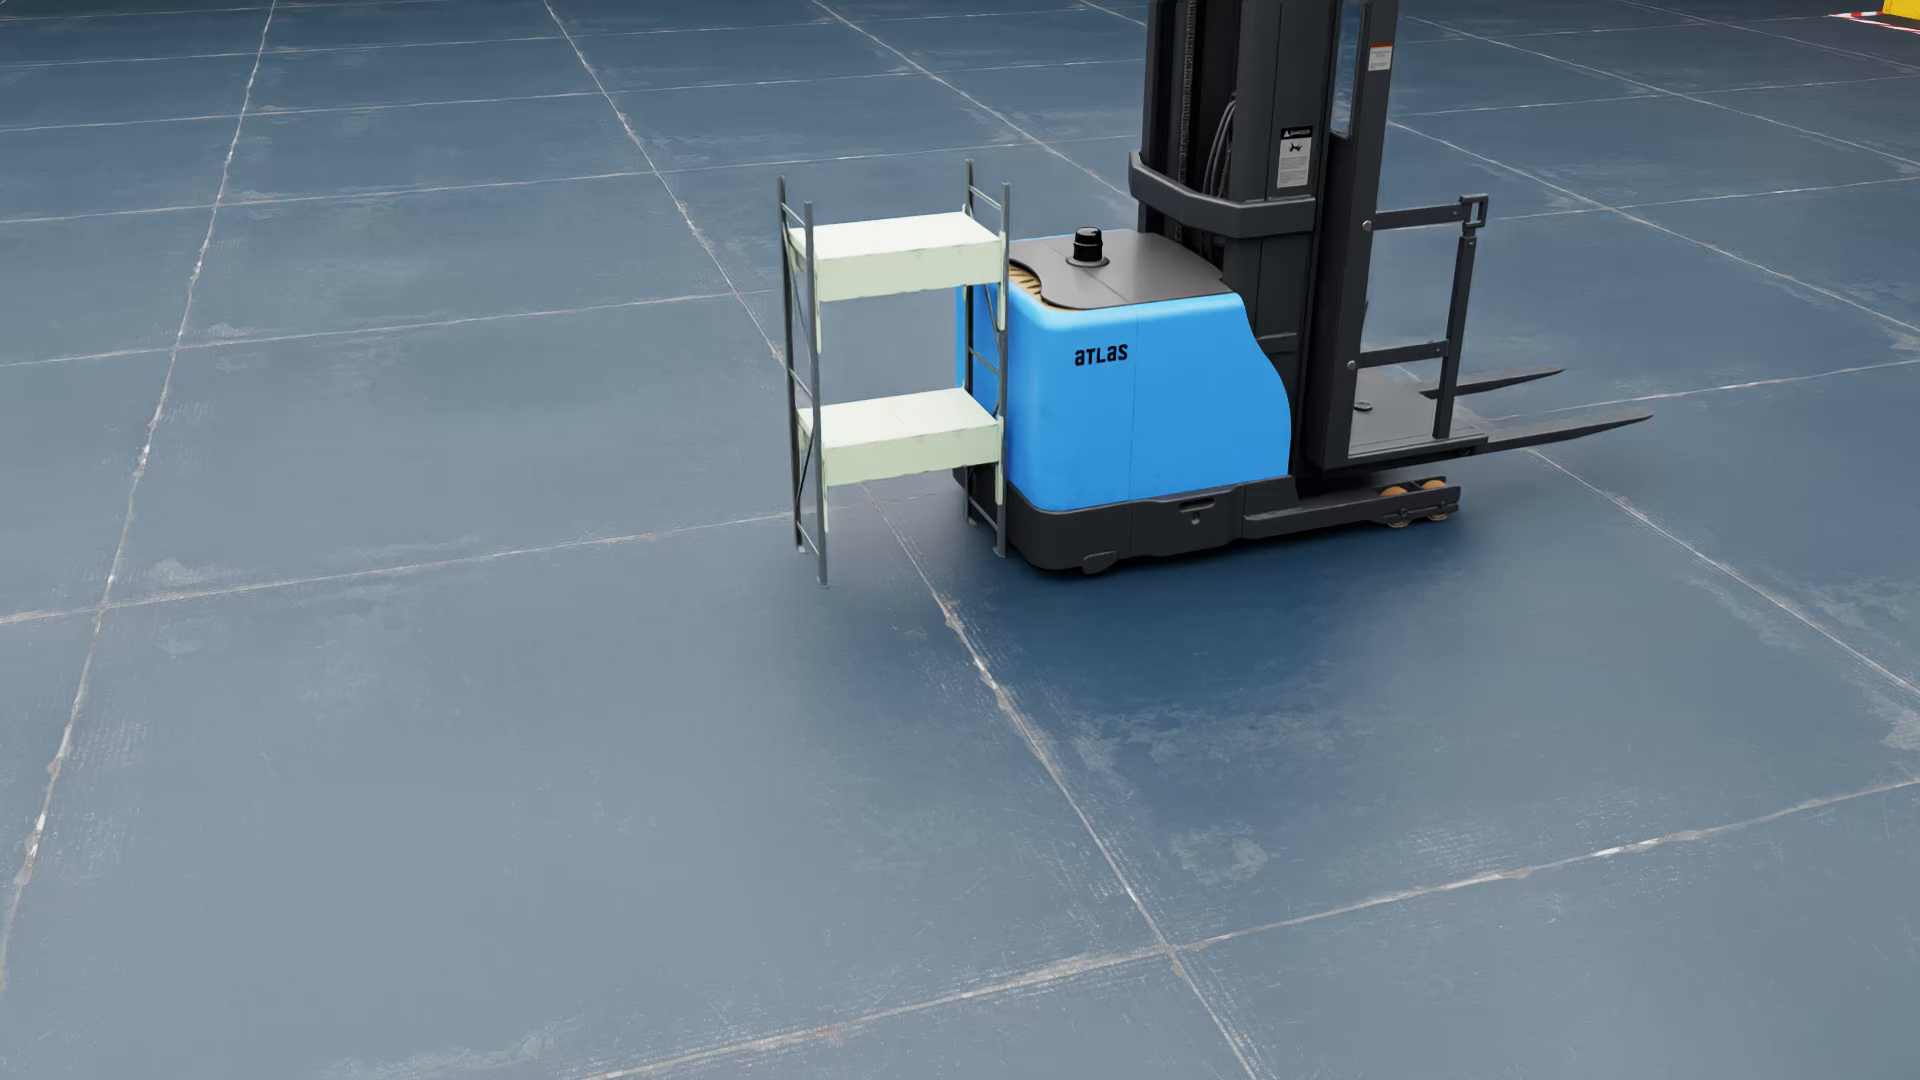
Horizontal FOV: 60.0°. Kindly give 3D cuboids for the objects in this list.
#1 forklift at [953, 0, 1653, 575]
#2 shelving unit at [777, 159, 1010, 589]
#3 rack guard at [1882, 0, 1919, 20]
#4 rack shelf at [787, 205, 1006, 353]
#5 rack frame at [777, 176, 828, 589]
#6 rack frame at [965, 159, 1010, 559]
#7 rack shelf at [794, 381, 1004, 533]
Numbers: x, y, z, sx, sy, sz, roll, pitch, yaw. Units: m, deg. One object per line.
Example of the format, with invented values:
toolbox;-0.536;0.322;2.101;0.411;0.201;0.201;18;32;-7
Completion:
forklift;1.540;-1.573;6.622;3.031;2.935;1.130;-9;28;-18
shelving unit;-0.243;-0.625;6.322;0.755;1.500;0.431;-9;28;-18
rack guard;10.687;-5.937;18.147;0.348;0.500;1.175;-8;28;-16
rack shelf;-0.243;-0.974;6.148;0.720;0.370;0.431;-9;28;-18
rack frame;-0.586;-0.568;6.208;0.023;1.500;0.400;-9;28;-18
rack frame;0.100;-0.681;6.436;0.023;1.500;0.400;-9;28;-18
rack shelf;-0.243;-0.333;6.467;0.720;0.370;0.431;-9;28;-18
